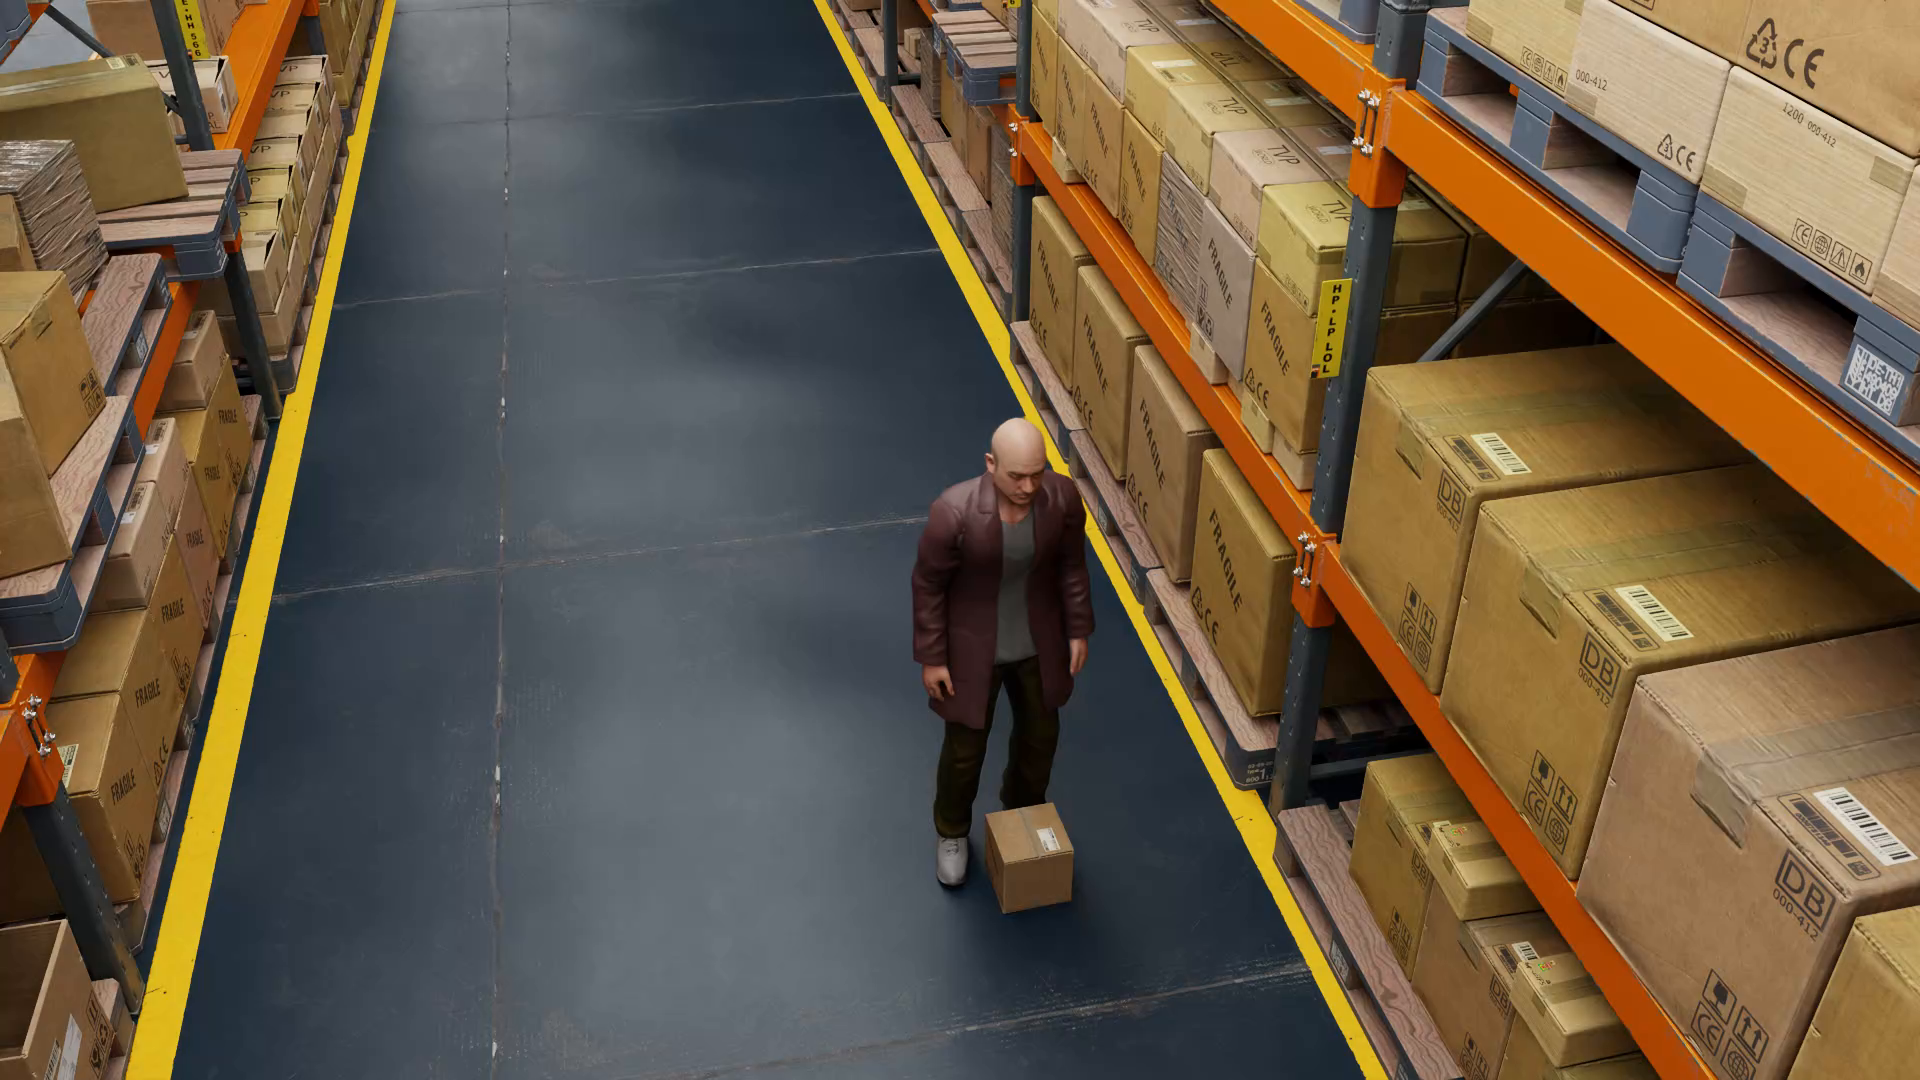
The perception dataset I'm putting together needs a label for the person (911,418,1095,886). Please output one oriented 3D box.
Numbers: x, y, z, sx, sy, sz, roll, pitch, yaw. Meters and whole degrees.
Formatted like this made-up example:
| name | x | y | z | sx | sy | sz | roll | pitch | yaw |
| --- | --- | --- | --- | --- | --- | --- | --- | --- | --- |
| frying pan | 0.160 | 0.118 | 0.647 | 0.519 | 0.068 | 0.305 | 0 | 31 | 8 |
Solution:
| name | x | y | z | sx | sy | sz | roll | pitch | yaw |
| --- | --- | --- | --- | --- | --- | --- | --- | --- | --- |
| person | 0.149 | 0.358 | 5.623 | 0.642 | 1.774 | 0.425 | -10 | 35 | -15 |
